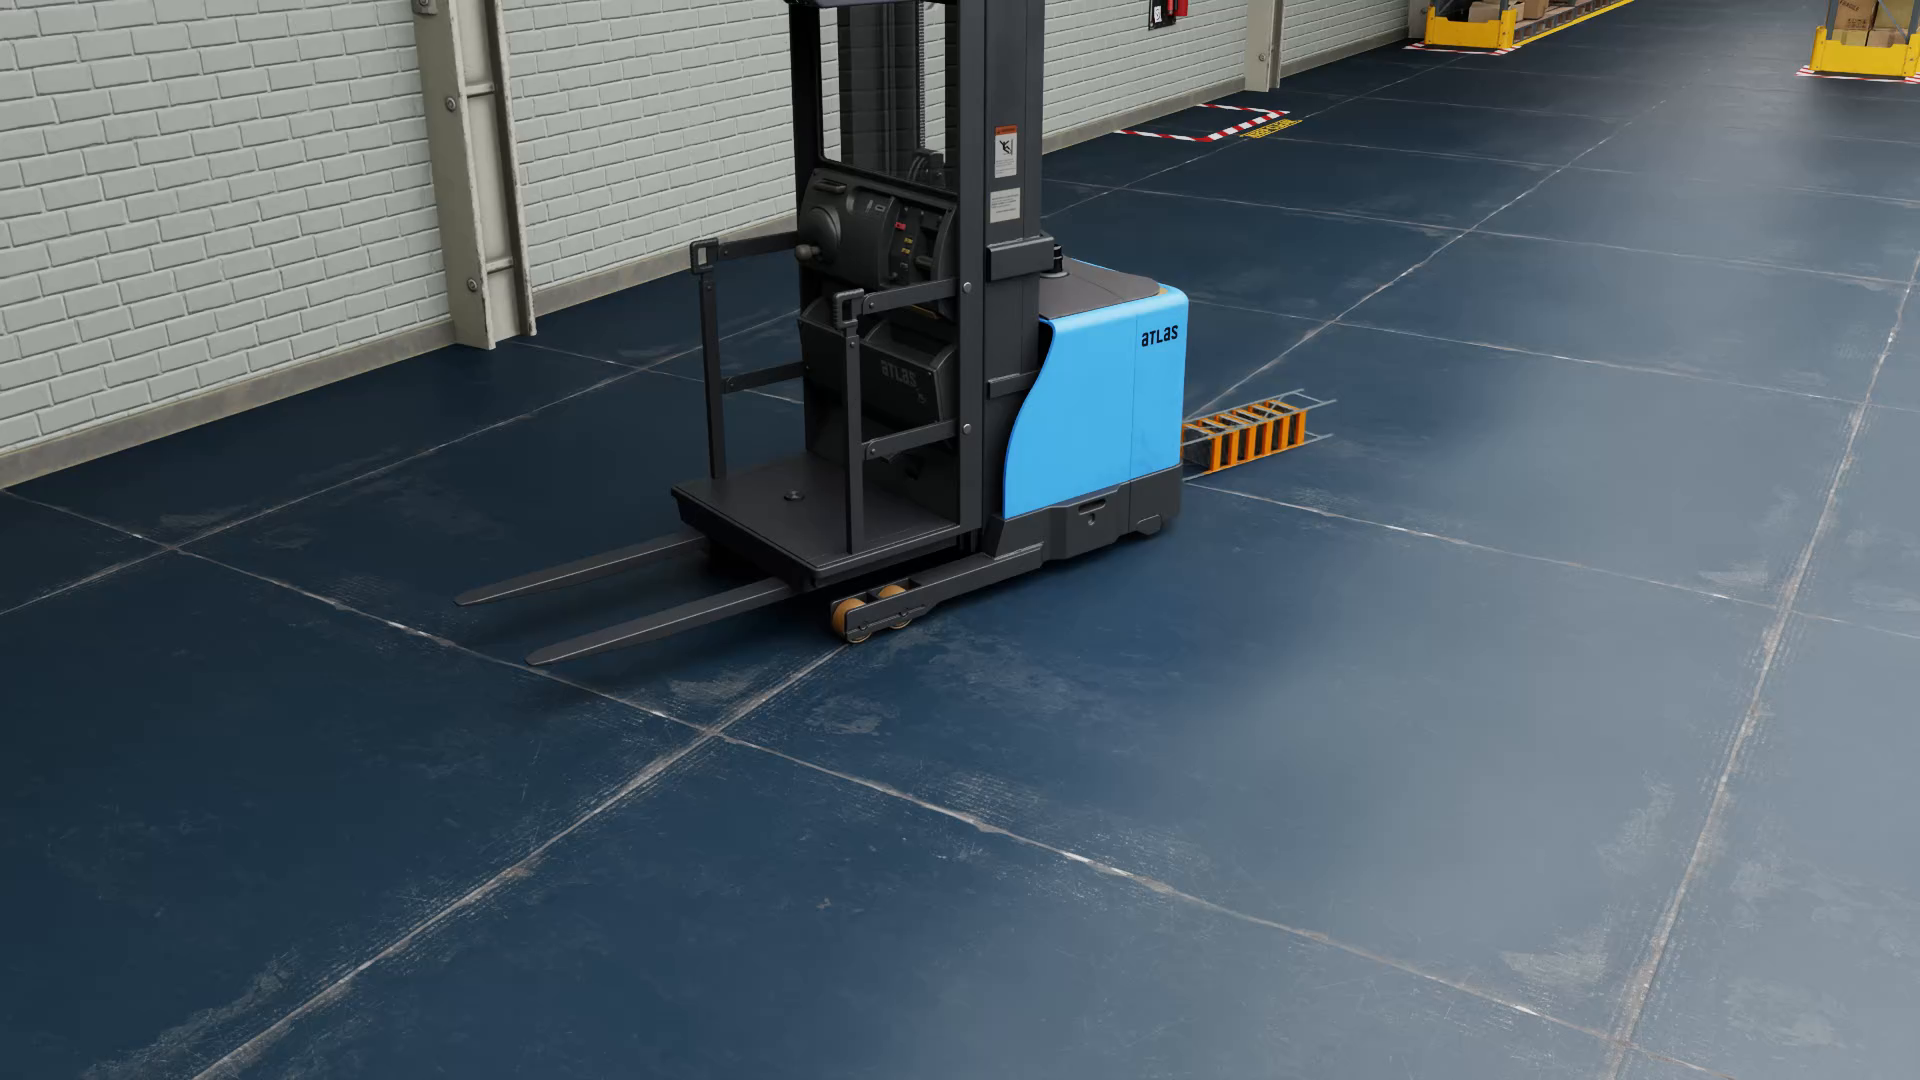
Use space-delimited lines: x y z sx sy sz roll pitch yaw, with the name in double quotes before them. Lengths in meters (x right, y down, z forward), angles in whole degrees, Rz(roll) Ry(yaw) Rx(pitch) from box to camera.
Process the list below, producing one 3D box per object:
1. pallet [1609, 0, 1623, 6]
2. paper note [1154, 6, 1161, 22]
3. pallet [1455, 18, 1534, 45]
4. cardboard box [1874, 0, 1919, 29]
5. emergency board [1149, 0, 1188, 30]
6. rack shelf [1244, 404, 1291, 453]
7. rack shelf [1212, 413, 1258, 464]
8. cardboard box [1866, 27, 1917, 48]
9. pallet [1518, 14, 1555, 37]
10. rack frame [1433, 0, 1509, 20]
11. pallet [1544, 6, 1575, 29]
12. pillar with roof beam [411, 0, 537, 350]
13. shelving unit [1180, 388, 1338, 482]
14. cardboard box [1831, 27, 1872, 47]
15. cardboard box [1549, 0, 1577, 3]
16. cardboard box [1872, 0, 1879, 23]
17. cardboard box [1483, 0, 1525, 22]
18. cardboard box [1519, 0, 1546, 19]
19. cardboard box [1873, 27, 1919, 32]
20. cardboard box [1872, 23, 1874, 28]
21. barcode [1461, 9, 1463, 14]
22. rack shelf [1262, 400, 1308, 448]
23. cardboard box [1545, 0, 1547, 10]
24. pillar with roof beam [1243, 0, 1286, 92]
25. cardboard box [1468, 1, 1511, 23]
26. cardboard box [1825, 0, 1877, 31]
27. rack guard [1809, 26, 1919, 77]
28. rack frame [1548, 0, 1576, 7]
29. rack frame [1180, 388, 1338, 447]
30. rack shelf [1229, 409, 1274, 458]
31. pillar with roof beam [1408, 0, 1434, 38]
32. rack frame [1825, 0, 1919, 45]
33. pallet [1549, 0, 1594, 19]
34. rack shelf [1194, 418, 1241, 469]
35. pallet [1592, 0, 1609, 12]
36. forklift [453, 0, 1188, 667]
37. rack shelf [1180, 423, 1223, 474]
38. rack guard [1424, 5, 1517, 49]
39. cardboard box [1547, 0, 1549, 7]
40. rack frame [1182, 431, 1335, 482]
"pallet" 10.851 -9.417 28.738 1.003 0.211 1.213 14 27 29
"paper note" 2.026 -5.377 17.004 0.016 0.148 0.142 14 27 29
"pallet" 7.543 -7.273 23.784 1.003 0.211 1.213 14 27 29
"cardboard box" 11.989 -6.802 21.175 0.500 0.500 0.500 14 27 29
"emergency board" 2.178 -5.827 16.933 0.194 1.169 0.643 14 27 29
"rack shelf" 1.519 -0.562 8.304 0.103 0.180 0.258 -17 29 -35
"rack shelf" 1.330 -0.504 8.168 0.103 0.180 0.258 -17 29 -35
"cardboard box" 11.727 -6.289 20.933 0.500 0.250 0.500 14 27 29
"pallet" 8.187 -7.683 24.732 1.003 0.211 1.213 14 27 29
"rack frame" 7.044 -8.260 22.555 1.000 3.000 0.127 14 27 29
"pallet" 8.830 -8.096 25.687 1.003 0.211 1.213 14 27 29
"pillar with roof beam" 0.841 -4.453 6.210 9.100 9.000 0.400 14 27 29
"shelving unit" 1.365 -0.515 8.193 1.200 0.189 0.258 -17 29 -35
"cardboard box" 11.287 -6.397 21.184 0.500 0.250 0.500 14 27 29
"cardboard box" 9.528 -8.917 26.665 0.700 0.500 0.500 15 28 31
"cardboard box" 11.800 -7.082 21.823 0.500 0.500 0.500 14 27 29
"cardboard box" 7.786 -7.635 23.942 0.500 0.311 0.500 16 28 33
"cardboard box" 8.216 -7.959 24.452 0.700 0.500 0.500 12 26 26
"cardboard box" 11.987 -6.458 21.325 0.500 0.250 0.500 14 27 29
"cardboard box" 11.540 -6.568 21.579 0.500 0.250 0.500 14 27 29
"barcode" 7.156 -7.537 23.704 0.001 0.075 0.075 14 27 29
"rack shelf" 1.614 -0.591 8.372 0.103 0.180 0.258 -17 29 -35
"cardboard box" 8.641 -8.306 25.254 0.500 0.500 0.500 12 26 25
"pillar with roof beam" 7.171 -8.504 15.566 9.100 9.000 0.400 14 27 29
"cardboard box" 7.486 -7.443 23.498 0.500 0.311 0.500 11 26 23
"cardboard box" 11.285 -6.742 21.036 0.500 0.500 0.500 14 27 29
"rack guard" 11.242 -6.068 20.638 1.175 0.500 0.348 14 27 29
"rack frame" 9.154 -9.610 25.674 1.000 3.000 0.127 14 27 29
"rack frame" 1.366 -0.599 8.157 1.200 0.006 0.240 -17 29 -35
"rack shelf" 1.425 -0.533 8.236 0.103 0.180 0.258 -17 29 -35
"pillar with roof beam" 10.336 -10.529 20.244 9.100 9.000 0.400 14 27 29
"rack frame" 11.255 -7.223 20.160 1.000 3.000 0.127 14 27 29
"pallet" 9.564 -8.594 26.835 1.003 0.211 1.213 14 27 29
"rack shelf" 1.236 -0.476 8.100 0.103 0.180 0.258 -17 29 -35
"pallet" 10.206 -9.007 27.790 1.003 0.211 1.213 14 27 29
"forklift" -0.493 -1.189 6.307 3.031 2.935 1.130 -18 29 -35
"rack shelf" 1.141 -0.447 8.032 0.103 0.180 0.258 -17 29 -35
"rack guard" 7.084 -7.139 23.111 1.175 0.500 0.348 14 27 29
"cardboard box" 8.898 -8.325 25.717 0.380 0.166 0.250 10 25 22
"rack frame" 1.365 -0.431 8.229 1.200 0.006 0.240 -17 29 -35
